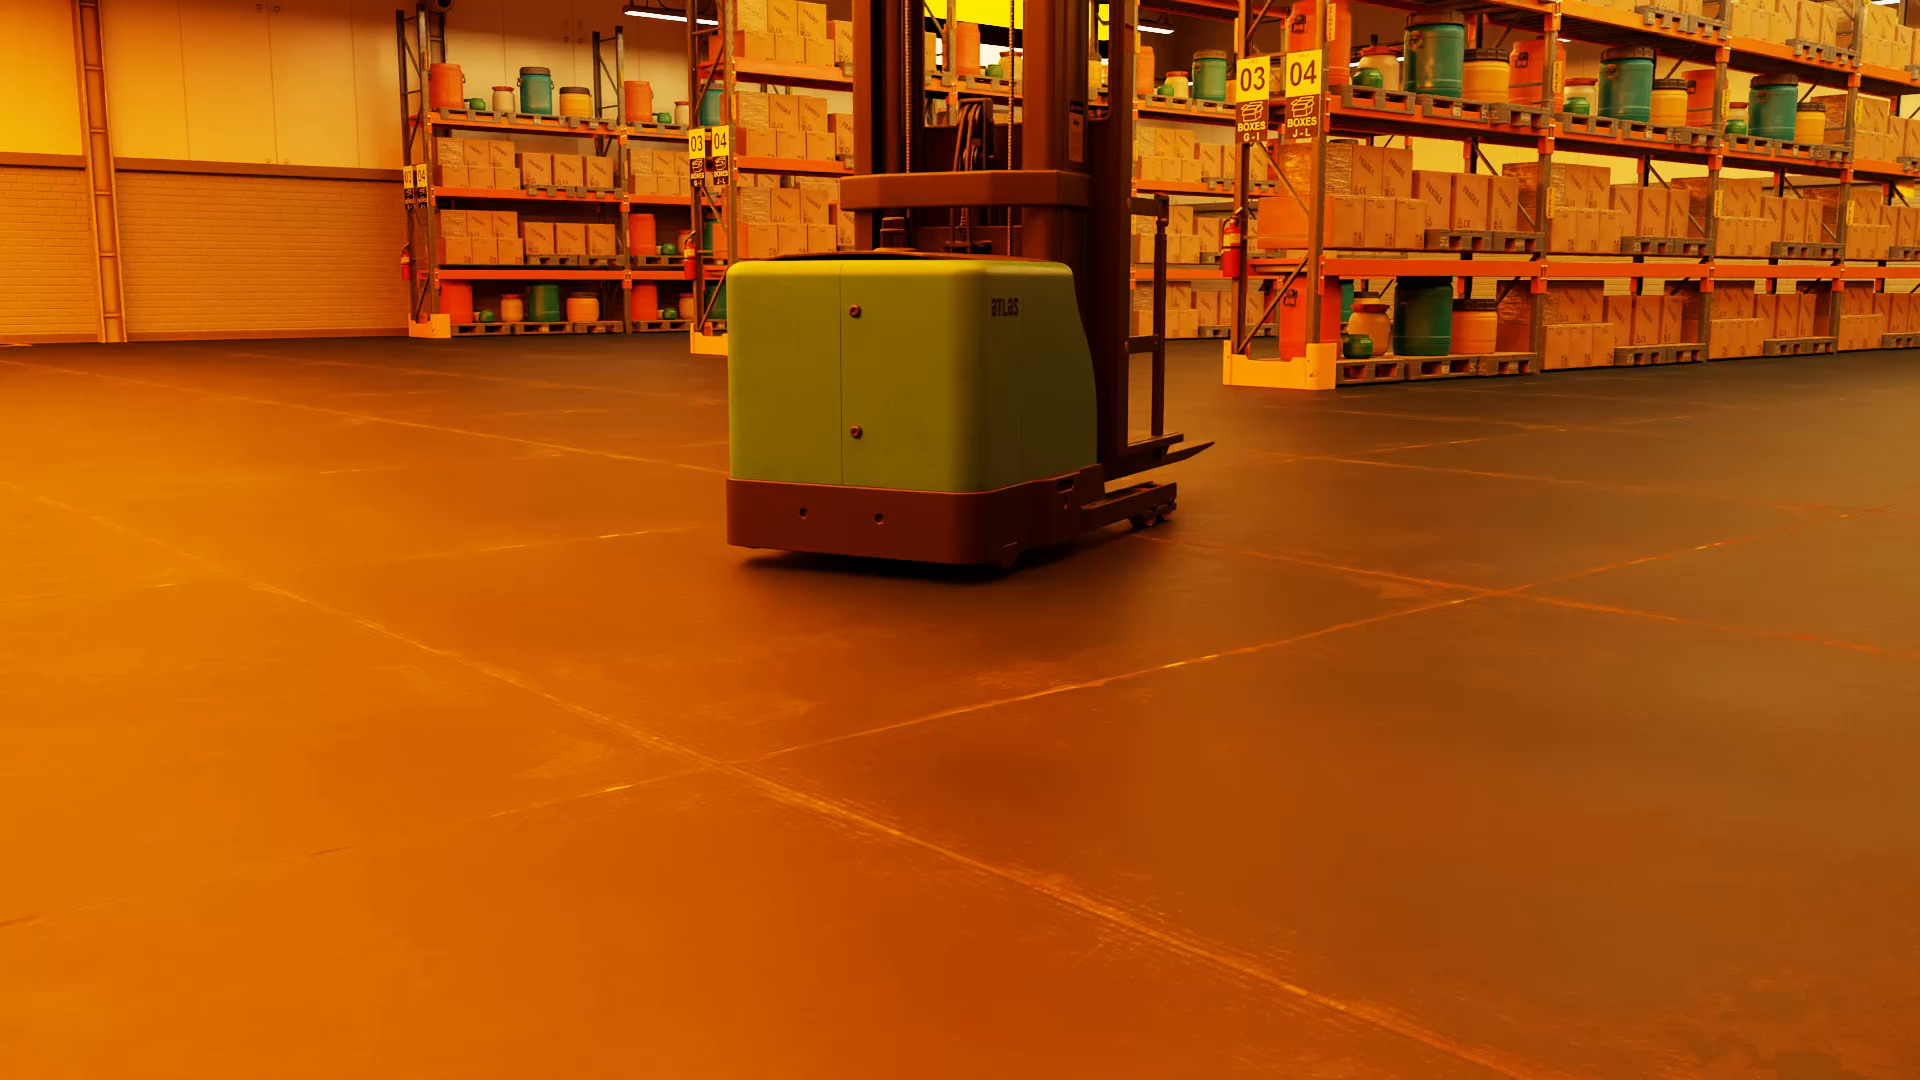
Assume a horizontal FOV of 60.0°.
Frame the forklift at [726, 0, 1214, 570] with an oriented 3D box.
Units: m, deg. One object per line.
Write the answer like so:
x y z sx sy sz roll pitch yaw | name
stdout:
0.275 -1.531 6.852 1.130 2.935 3.031 4 10 26 | forklift
